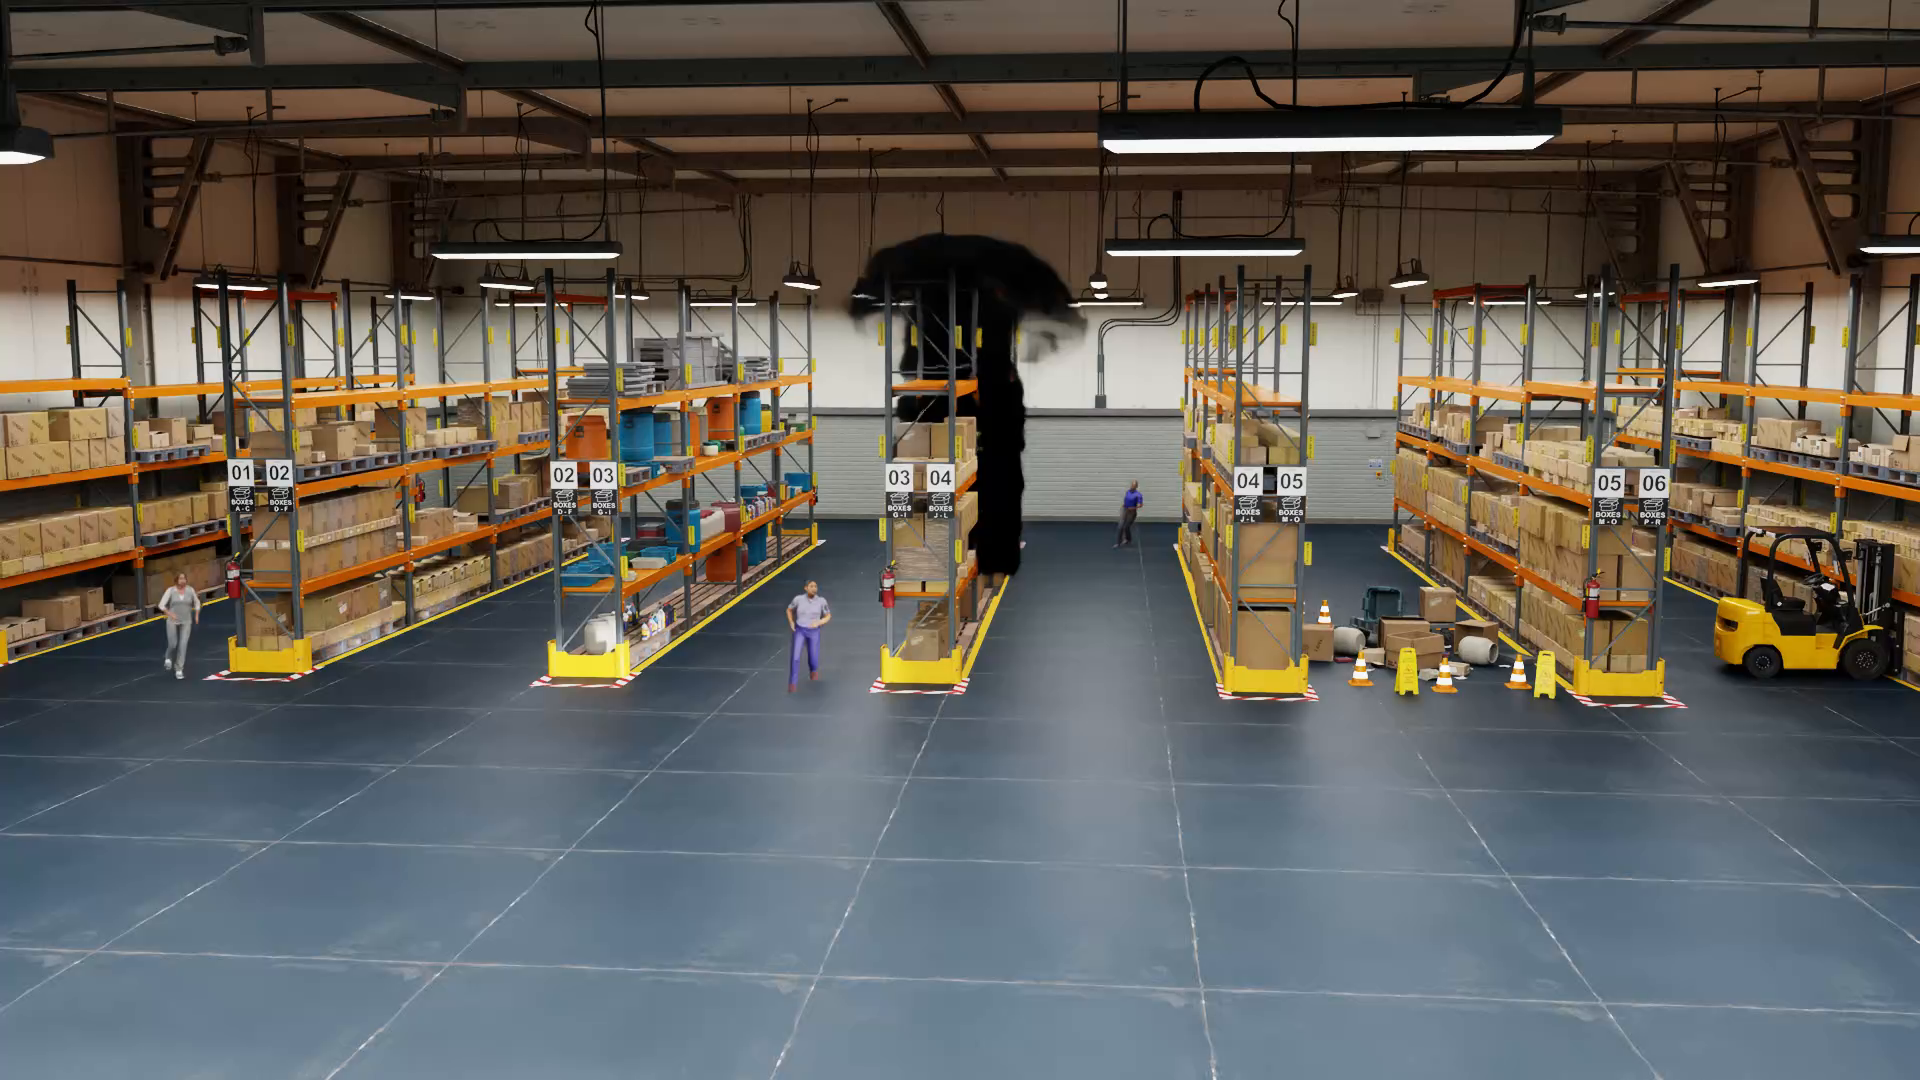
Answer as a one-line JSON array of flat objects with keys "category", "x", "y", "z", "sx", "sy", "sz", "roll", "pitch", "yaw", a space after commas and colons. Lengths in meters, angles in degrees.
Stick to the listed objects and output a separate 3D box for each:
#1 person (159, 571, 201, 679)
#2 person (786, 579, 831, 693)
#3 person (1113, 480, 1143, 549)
[{"category": "person", "x": -11.585, "y": 1.238, "z": 24.718, "sx": 0.579, "sy": 1.579, "sz": 0.654, "roll": -5, "pitch": 8, "yaw": -33}, {"category": "person", "x": -2.171, "y": 1.353, "z": 23.837, "sx": 0.634, "sy": 1.595, "sz": 0.689, "roll": 0, "pitch": 7, "yaw": -4}, {"category": "person", "x": 4.051, "y": -0.610, "z": 39.711, "sx": 0.668, "sy": 1.635, "sz": 0.706, "roll": 5, "pitch": 9, "yaw": 36}]
